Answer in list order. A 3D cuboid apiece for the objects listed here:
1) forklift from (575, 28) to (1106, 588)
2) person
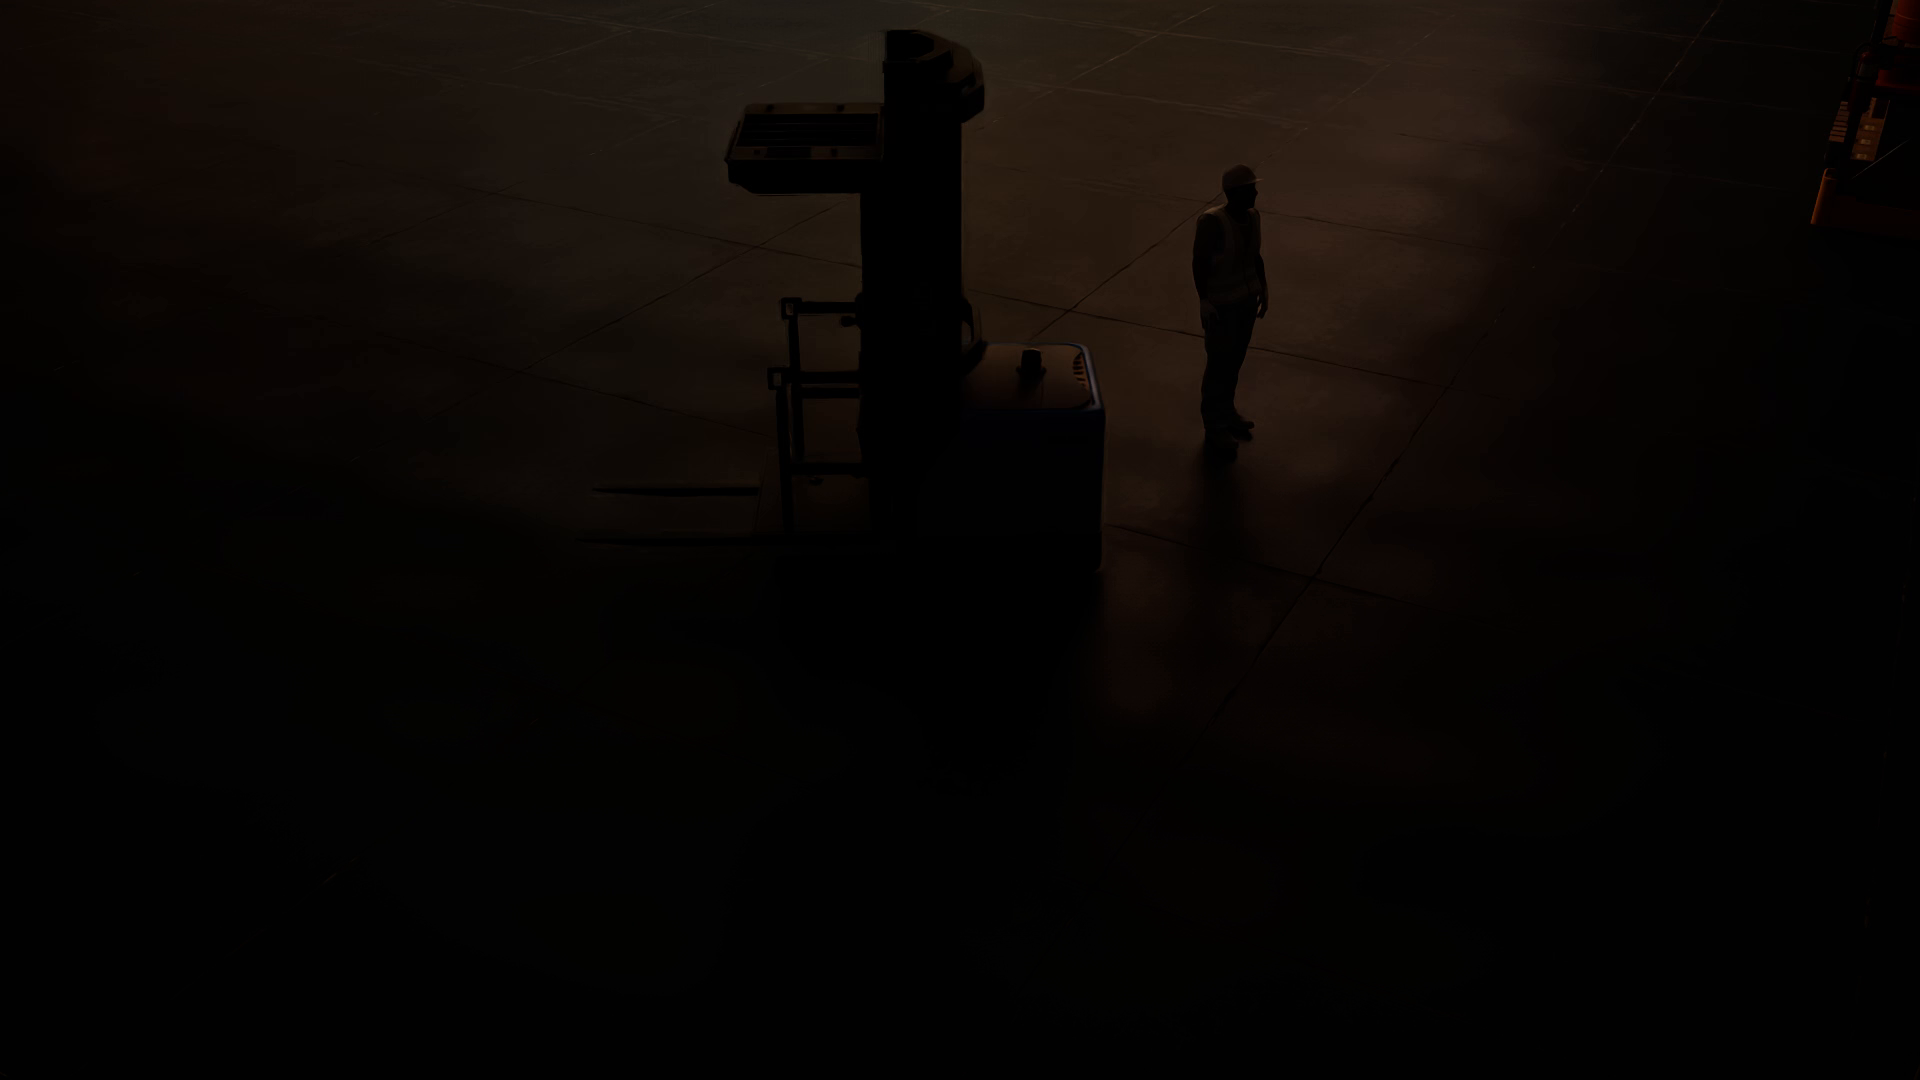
[{"bbox_3d":[-0.710,-1.264,9.260,3.031,2.935,1.130,-1,30,-1],"label":"forklift"},{"bbox_3d":[1.830,-1.551,10.892,0.656,1.781,0.579,-24,38,-36],"label":"person"}]
